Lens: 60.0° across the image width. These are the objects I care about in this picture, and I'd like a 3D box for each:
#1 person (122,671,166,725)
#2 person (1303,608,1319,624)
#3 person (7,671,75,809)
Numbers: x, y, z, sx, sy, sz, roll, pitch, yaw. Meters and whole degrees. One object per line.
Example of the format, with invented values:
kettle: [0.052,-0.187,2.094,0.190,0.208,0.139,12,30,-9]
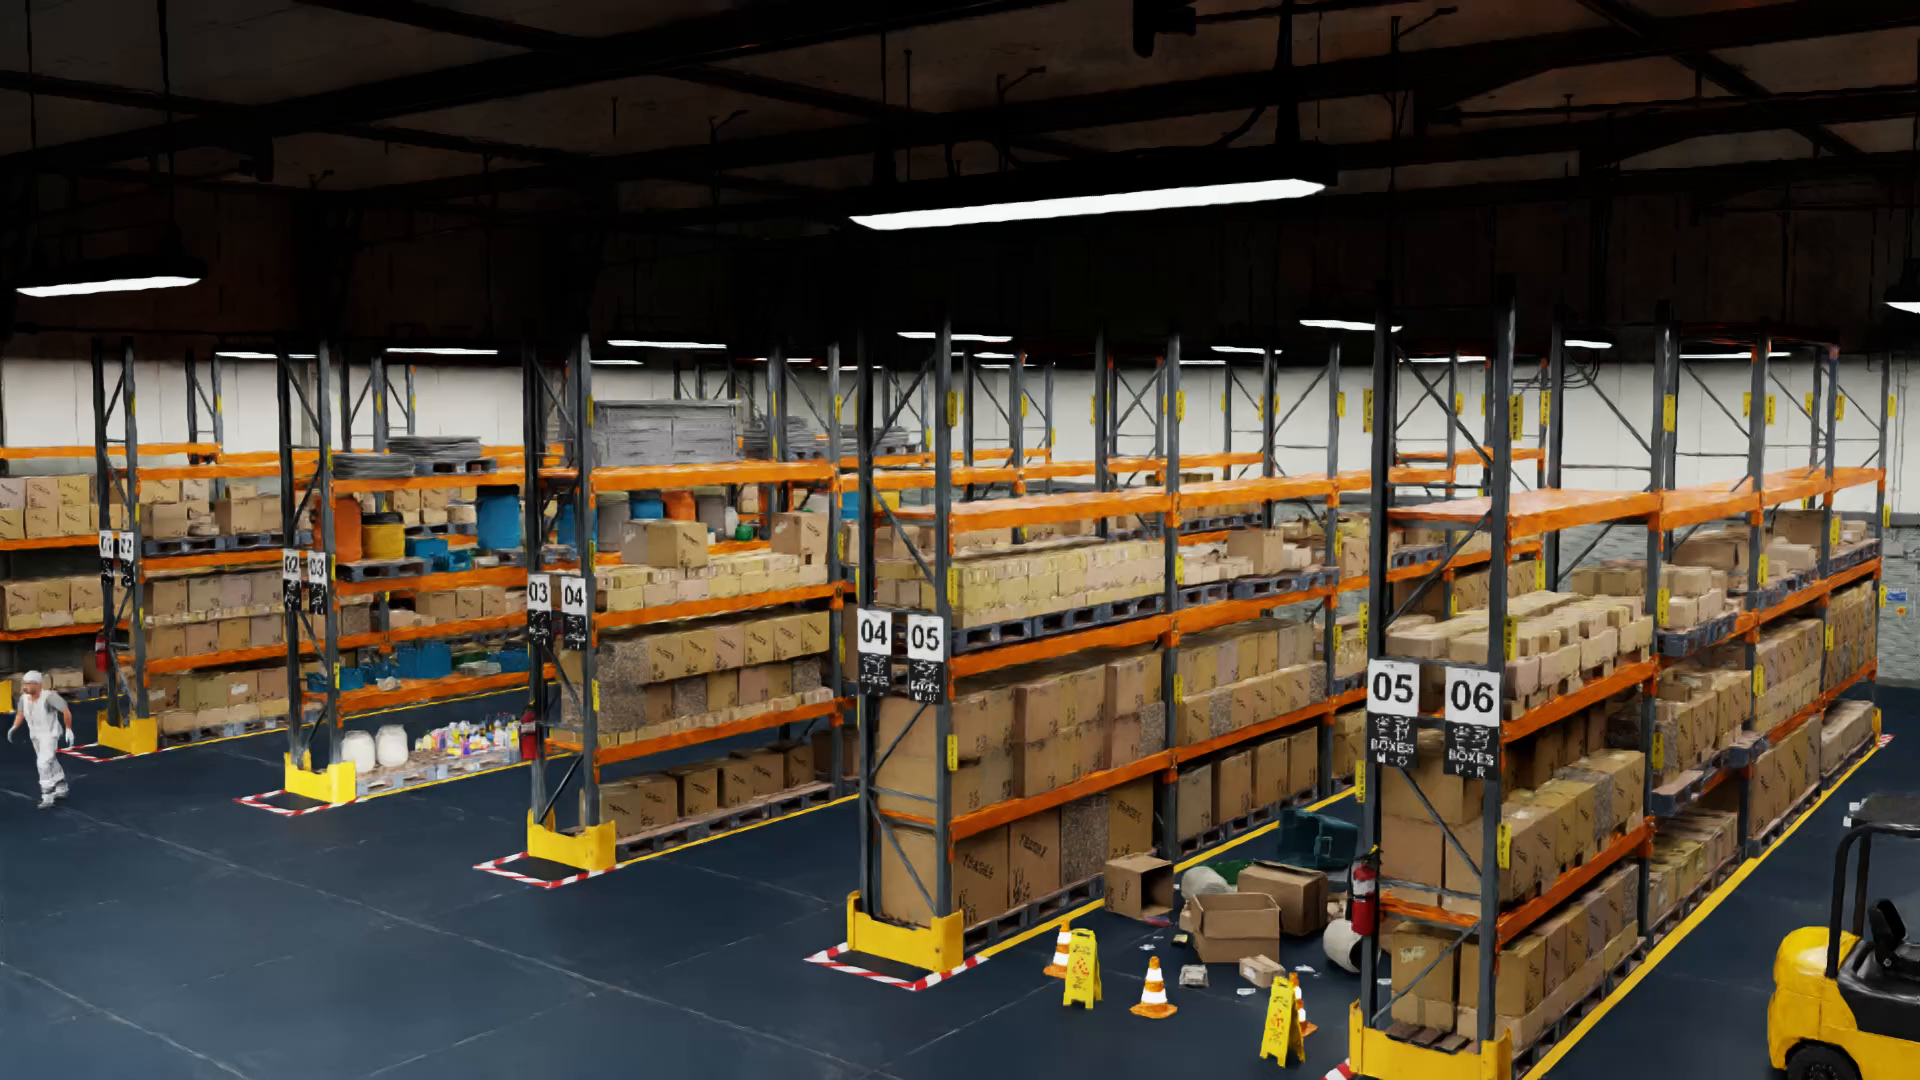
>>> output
person: [-12.847,2.030,26.242,0.542,1.675,1.126,4,6,40]
person: [5.895,1.919,27.996,0.483,1.587,1.086,4,6,40]
person: [-11.518,2.476,20.943,0.688,1.719,0.822,2,5,20]
